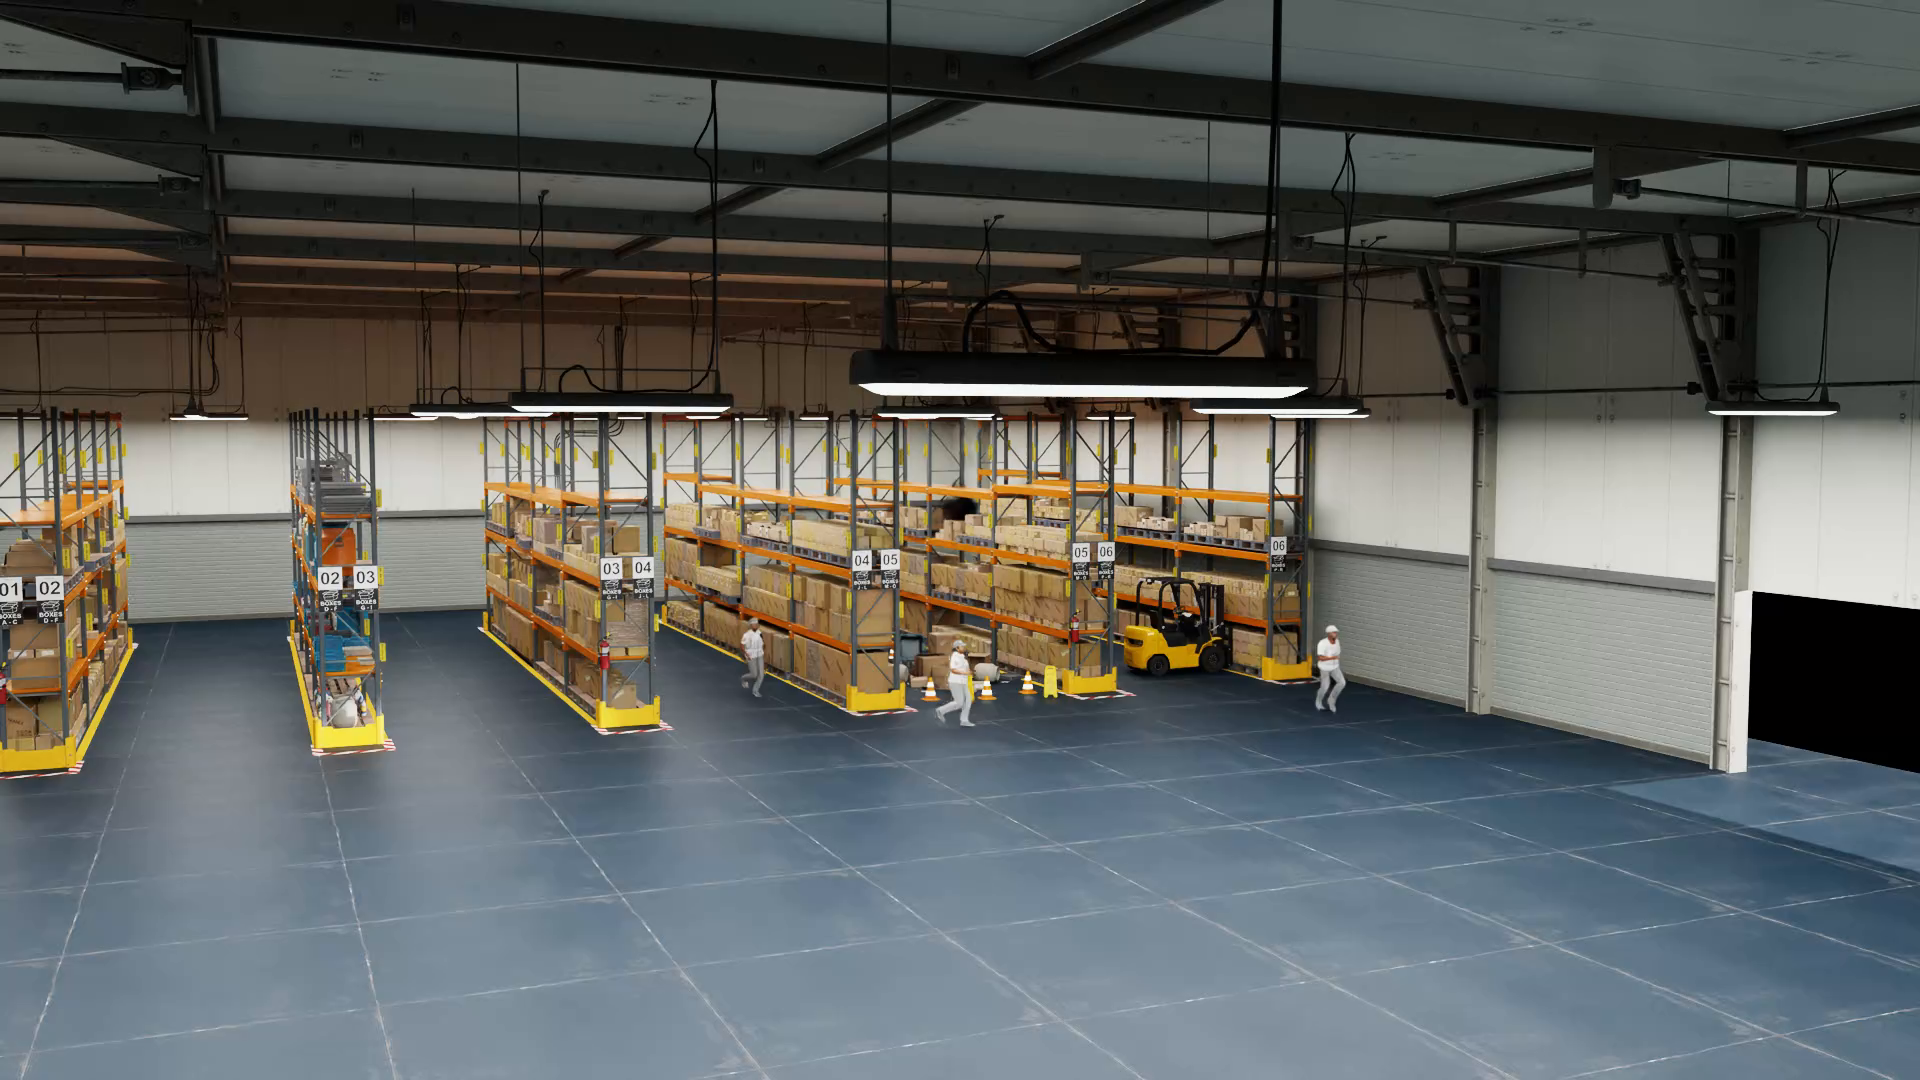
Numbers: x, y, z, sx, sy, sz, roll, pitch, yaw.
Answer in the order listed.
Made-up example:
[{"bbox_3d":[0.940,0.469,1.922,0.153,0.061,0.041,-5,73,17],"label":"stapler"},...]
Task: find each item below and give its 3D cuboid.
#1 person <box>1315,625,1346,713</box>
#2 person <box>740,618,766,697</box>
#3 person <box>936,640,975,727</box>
[{"bbox_3d":[7.312,2.540,32.843,0.734,1.740,0.799,-2,5,-30],"label":"person"},{"bbox_3d":[-4.353,2.456,35.009,0.582,1.659,0.578,-3,5,-40],"label":"person"},{"bbox_3d":[-0.072,2.703,31.391,0.747,1.637,0.619,1,4,13],"label":"person"}]
